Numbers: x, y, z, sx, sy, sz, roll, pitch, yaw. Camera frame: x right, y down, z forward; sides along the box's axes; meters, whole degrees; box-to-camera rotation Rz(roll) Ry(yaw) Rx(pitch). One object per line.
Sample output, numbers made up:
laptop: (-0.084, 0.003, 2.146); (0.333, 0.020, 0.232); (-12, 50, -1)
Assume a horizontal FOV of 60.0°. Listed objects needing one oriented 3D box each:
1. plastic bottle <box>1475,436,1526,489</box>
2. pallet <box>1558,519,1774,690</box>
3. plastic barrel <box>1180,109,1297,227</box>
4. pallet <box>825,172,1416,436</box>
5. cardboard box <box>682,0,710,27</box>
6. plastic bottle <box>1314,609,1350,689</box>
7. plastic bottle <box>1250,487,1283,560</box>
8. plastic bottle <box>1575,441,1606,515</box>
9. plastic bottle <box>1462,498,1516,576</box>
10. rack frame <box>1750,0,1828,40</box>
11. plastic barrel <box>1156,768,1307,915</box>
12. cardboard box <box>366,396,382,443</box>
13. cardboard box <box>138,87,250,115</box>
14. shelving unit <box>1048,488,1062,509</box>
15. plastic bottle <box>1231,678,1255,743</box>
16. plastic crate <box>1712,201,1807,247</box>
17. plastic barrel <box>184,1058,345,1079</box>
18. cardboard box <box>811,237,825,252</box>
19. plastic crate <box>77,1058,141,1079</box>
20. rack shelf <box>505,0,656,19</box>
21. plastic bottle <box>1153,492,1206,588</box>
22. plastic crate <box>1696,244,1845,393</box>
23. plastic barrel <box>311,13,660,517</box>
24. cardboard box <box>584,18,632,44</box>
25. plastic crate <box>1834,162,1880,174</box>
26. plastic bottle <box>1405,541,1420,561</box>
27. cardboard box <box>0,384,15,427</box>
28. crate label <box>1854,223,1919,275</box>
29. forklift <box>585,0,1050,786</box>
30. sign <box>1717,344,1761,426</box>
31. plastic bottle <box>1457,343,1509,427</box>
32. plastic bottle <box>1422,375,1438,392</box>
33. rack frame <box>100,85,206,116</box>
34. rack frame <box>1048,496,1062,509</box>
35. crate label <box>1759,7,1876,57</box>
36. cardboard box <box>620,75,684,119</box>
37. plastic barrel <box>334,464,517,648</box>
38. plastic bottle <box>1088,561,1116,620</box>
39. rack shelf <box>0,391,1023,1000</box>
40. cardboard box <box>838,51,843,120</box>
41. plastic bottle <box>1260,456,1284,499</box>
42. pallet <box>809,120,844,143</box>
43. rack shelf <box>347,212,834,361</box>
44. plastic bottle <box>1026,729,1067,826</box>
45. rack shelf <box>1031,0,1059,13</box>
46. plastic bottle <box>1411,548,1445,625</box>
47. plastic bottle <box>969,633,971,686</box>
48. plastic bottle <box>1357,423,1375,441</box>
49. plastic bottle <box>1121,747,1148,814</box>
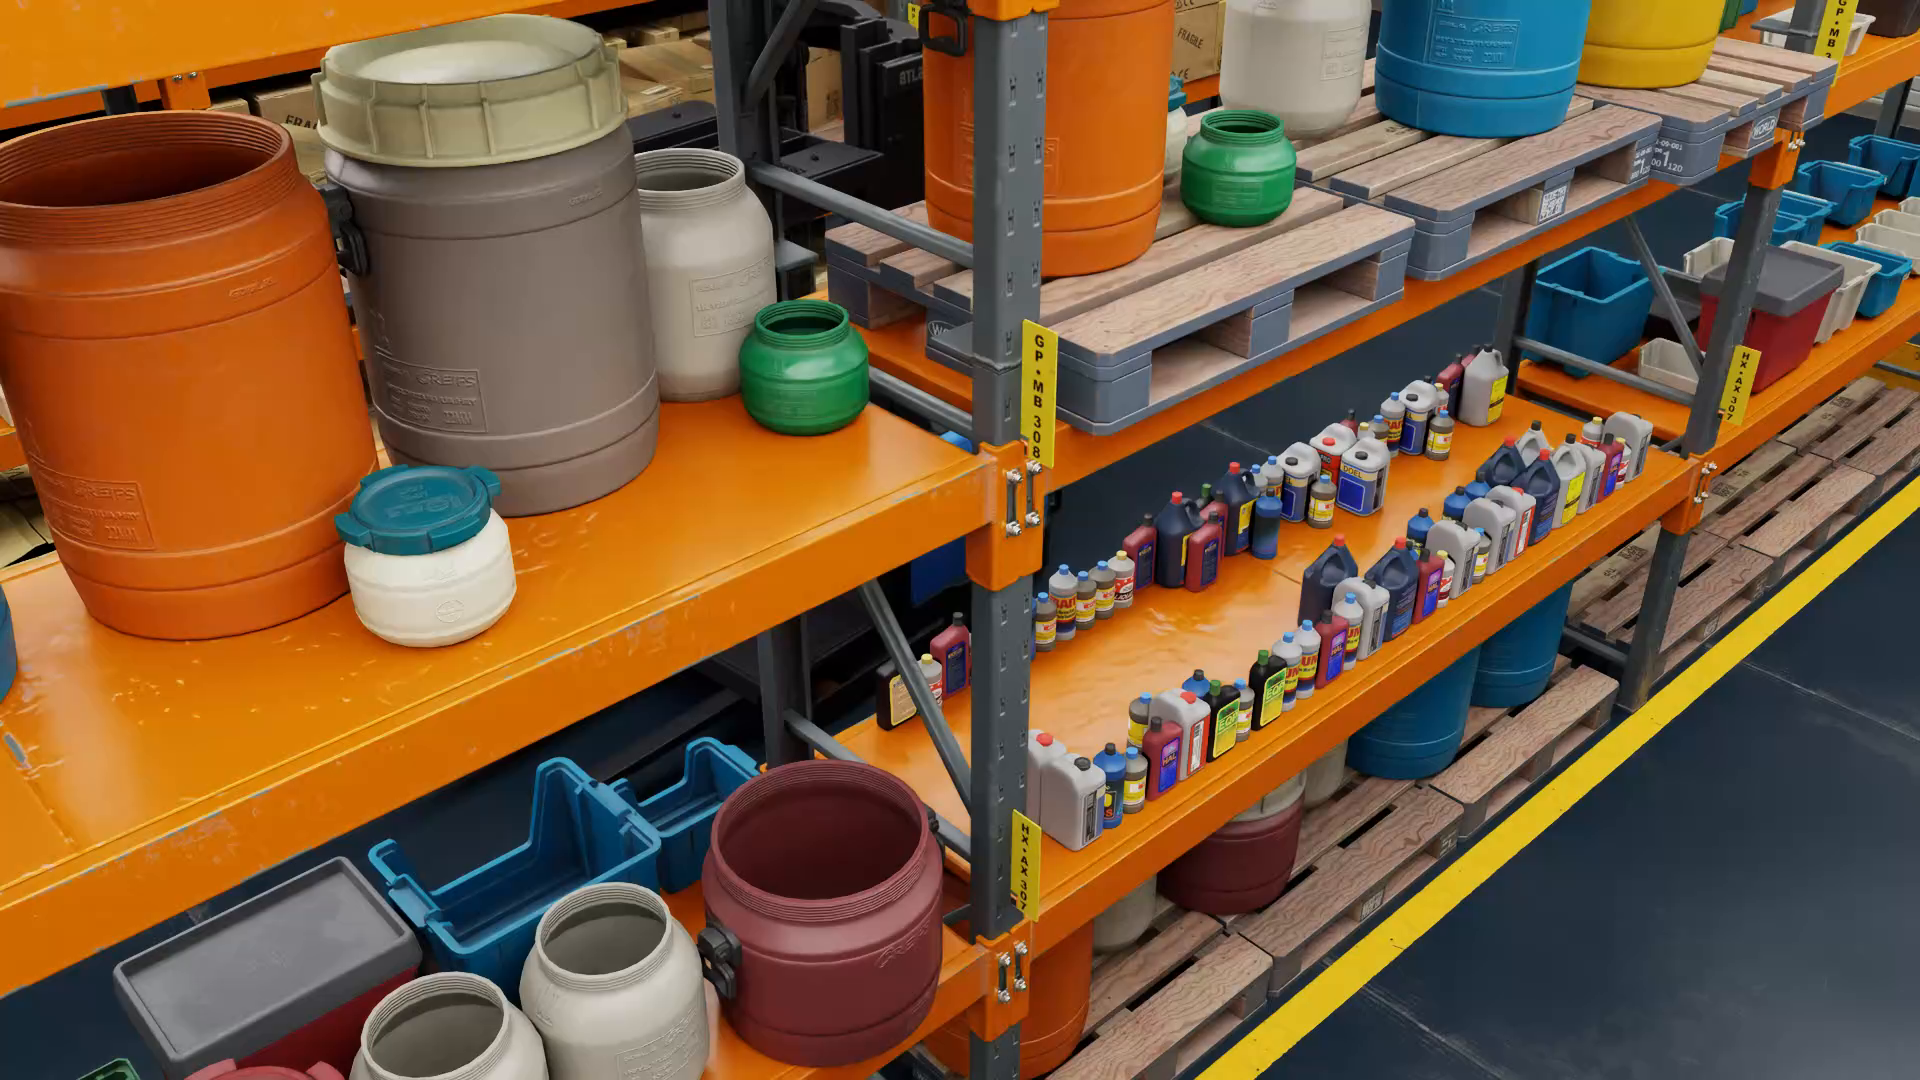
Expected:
plastic bottle: (2.039, -0.224, 6.289); (0.185, 0.351, 0.144); (-26, 40, -35)
pallet: (3.237, 0.207, 8.209); (1.213, 0.211, 1.003); (-26, 40, -35)
plastic barrel: (0.725, -0.969, 4.330); (0.294, 0.245, 0.294); (0, 31, 0)
pallet: (0.419, -0.721, 4.360); (1.213, 0.211, 1.003); (-26, 40, -35)
cardboard box: (-2.309, -4.780, 15.064); (0.250, 0.149, 0.380); (-25, 39, -35)
plastic bottle: (1.207, 0.339, 5.432); (0.133, 0.283, 0.061); (-26, 40, -35)
plastic bottle: (1.129, -0.068, 6.109); (0.097, 0.271, 0.097); (0, 31, 0)
plastic bottle: (2.387, -0.261, 6.421); (0.135, 0.276, 0.152); (-26, 40, -35)
plastic bottle: (1.919, -0.034, 6.050); (0.135, 0.276, 0.152); (-26, 40, -35)
rack frame: (2.725, -3.266, 5.466); (0.127, 3.000, 1.000); (-26, 40, -35)
plastic barrel: (0.967, 0.981, 6.180); (0.708, 0.588, 0.600); (-26, 40, -35)
cardboard box: (-3.046, -0.358, 8.434); (0.500, 0.500, 0.500); (-24, 39, -34)
cardboard box: (-5.670, -2.859, 12.208); (0.750, 0.750, 0.750); (-26, 40, -36)
shelving unit: (0.236, -1.038, 8.434); (0.431, 2.100, 0.503); (25, 39, 34)
plastic bottle: (0.869, 0.525, 5.207); (0.097, 0.201, 0.097); (0, 31, 0)
plastic crate: (4.067, -1.545, 8.504); (0.300, 0.233, 0.416); (-26, 40, -35)
plastic barrel: (-1.436, 1.403, 3.449); (0.433, 0.535, 0.433); (0, 31, 0)
cardboard box: (-1.161, -1.646, 10.541); (0.500, 0.500, 0.500); (27, 41, 37)
plastic crate: (-2.057, 1.495, 3.632); (0.662, 0.188, 0.450); (-26, 40, -35)
rack shelf: (-2.545, -4.899, 14.577); (4.000, 0.370, 1.077); (-26, 40, -35)
plastic bottle: (0.781, -0.020, 5.954); (0.185, 0.351, 0.144); (-26, 40, -35)
plastic crate: (3.550, -0.981, 7.360); (0.583, 0.464, 0.402); (-26, 40, -35)
plastic barrel: (-0.958, -0.574, 3.457); (0.600, 0.901, 0.600); (0, 31, 0)
cardboard box: (-3.057, -4.418, 14.472); (0.250, 0.149, 0.380); (-27, 41, -37)
plastic crate: (4.961, -1.995, 9.333); (0.298, 0.136, 0.250); (-26, 40, -35)
plastic bottle: (1.543, 0.125, 5.793); (0.097, 0.271, 0.097); (0, 31, 0)
cardboard box: (-4.045, -0.652, 7.183); (0.250, 0.149, 0.380); (-26, 40, -35)
crate label: (4.773, -1.475, 8.482); (0.243, 0.136, 0.396); (-26, 40, -35)
forklift: (-0.898, -0.680, 7.053); (1.130, 2.935, 3.031); (25, 39, 34)
sign: (3.097, -0.614, 6.613); (0.005, 0.325, 0.100); (-26, 40, -35)
plastic bottle: (2.216, -0.671, 7.019); (0.185, 0.351, 0.144); (-26, 40, -35)
plastic bottle: (1.924, -0.555, 6.906); (0.097, 0.271, 0.097); (0, 31, 0)
rack frame: (-3.574, -1.184, 7.812); (0.127, 3.000, 1.000); (-26, 40, -35)
rack frame: (0.397, -1.133, 8.590); (0.400, 2.100, 0.015); (25, 39, 34)
crate label: (3.280, -1.937, 6.420); (0.466, 0.136, 0.293); (-26, 40, -35)
cardboard box: (-1.894, -2.175, 8.933); (0.700, 0.500, 0.500); (18, 36, 27)
plastic barrel: (-0.982, 0.031, 3.080); (0.301, 0.262, 0.301); (0, 31, 0)
plastic bottle: (0.492, 0.167, 5.792); (0.097, 0.201, 0.097); (0, 31, 0)
rack shelf: (-1.675, 0.448, 2.956); (4.000, 0.370, 1.077); (-26, 40, -35)
cardboard box: (-0.449, -2.921, 10.556); (0.500, 0.500, 0.500); (-25, 39, -35)
plastic bottle: (1.173, -0.192, 6.313); (0.097, 0.271, 0.097); (0, 31, 0)
pallet: (-1.301, -2.280, 9.787); (1.213, 0.211, 1.003); (-26, 40, -35)
rack shelf: (-2.107, -1.587, 9.159); (4.000, 0.370, 1.077); (-26, 40, -35)
plastic bottle: (0.225, 0.677, 4.887); (0.135, 0.276, 0.152); (-26, 40, -35)
rack shelf: (1.258, -2.079, 4.598); (4.000, 0.370, 1.077); (-26, 40, -35)
plastic bottle: (1.610, 0.144, 5.751); (0.133, 0.283, 0.061); (-26, 40, -35)
plastic bottle: (0.064, 0.374, 5.453); (0.097, 0.201, 0.097); (0, 31, 0)
plastic bottle: (1.611, -0.374, 6.677); (0.097, 0.201, 0.097); (0, 31, 0)
plastic bottle: (0.504, 0.702, 4.918); (0.097, 0.201, 0.097); (0, 31, 0)
